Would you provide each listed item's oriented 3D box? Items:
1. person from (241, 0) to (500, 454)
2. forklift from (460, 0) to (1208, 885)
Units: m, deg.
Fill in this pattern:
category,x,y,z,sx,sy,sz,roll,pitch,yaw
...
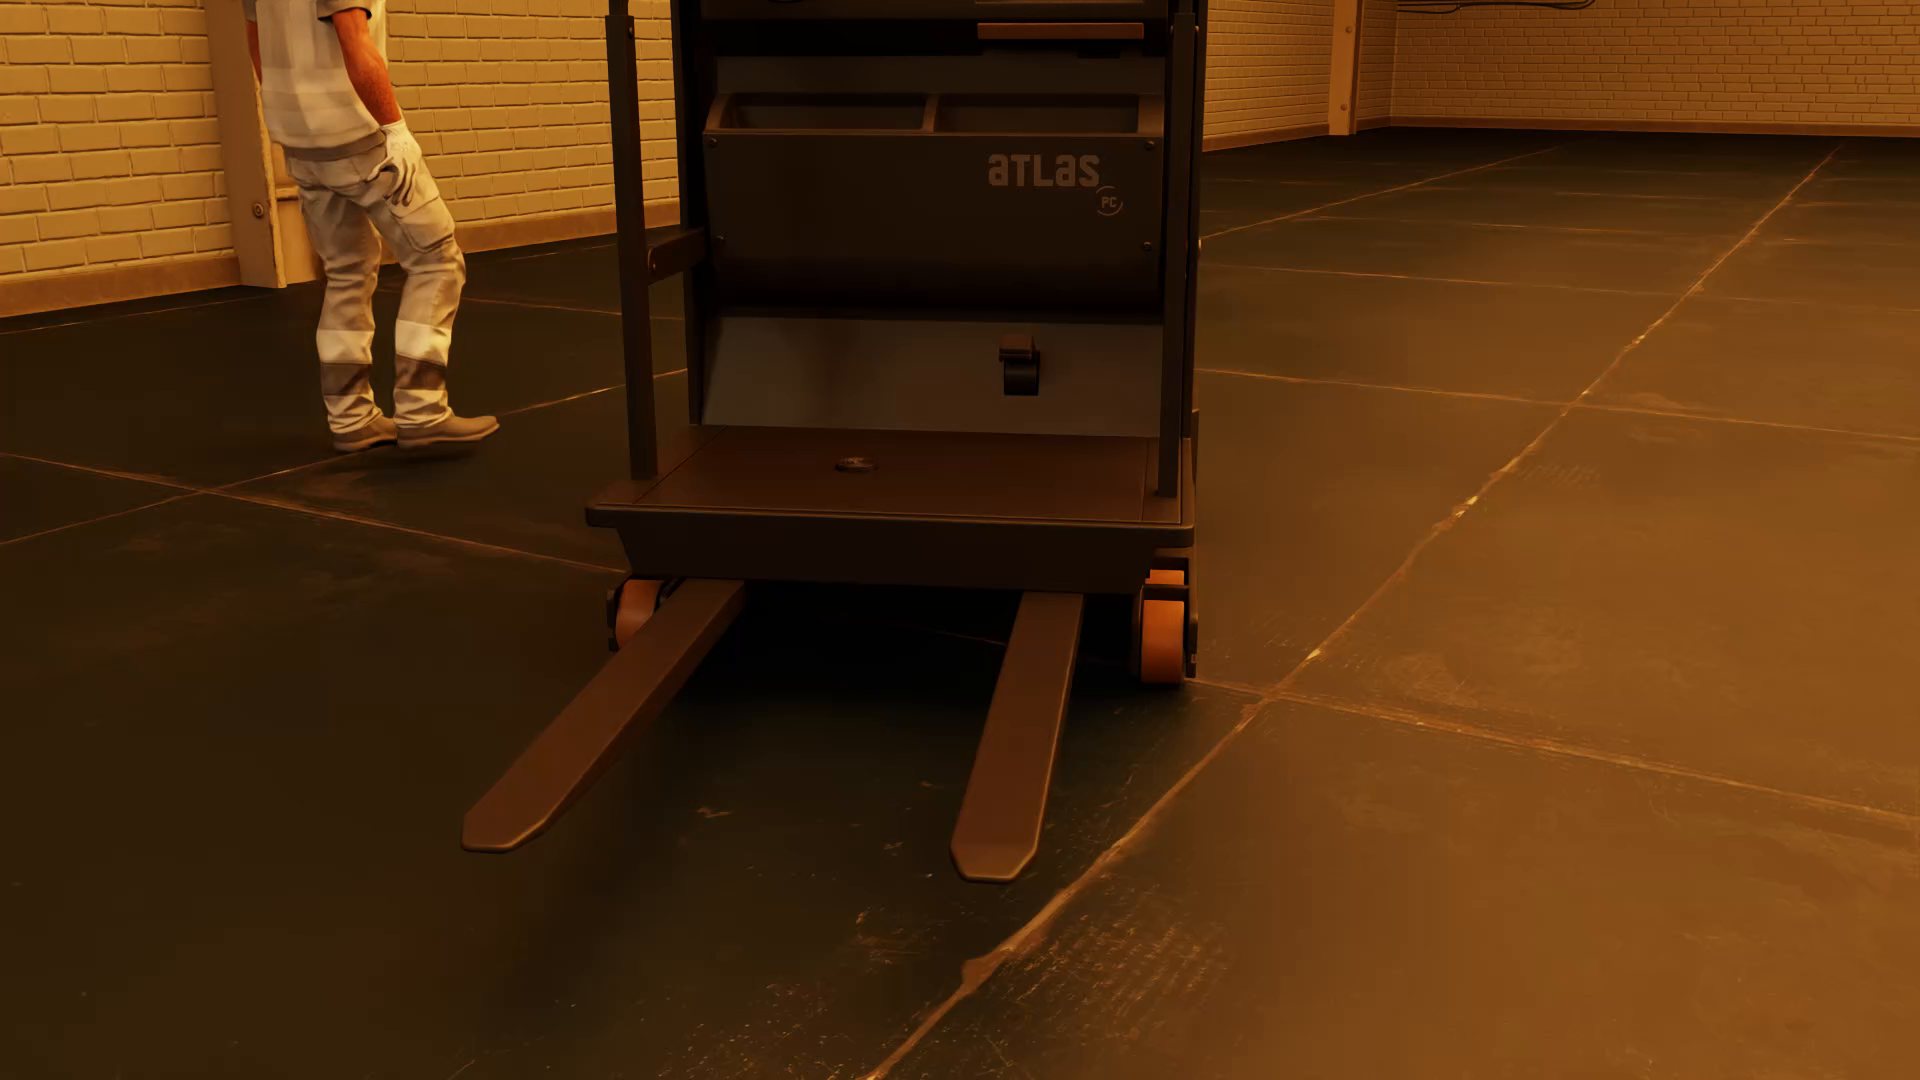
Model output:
category,x,y,z,sx,sy,sz,roll,pitch,yaw
person,-1.694,-1.118,4.677,0.694,1.789,0.459,14,21,39
forklift,-0.078,-1.236,3.048,1.130,2.935,3.031,2,17,7
